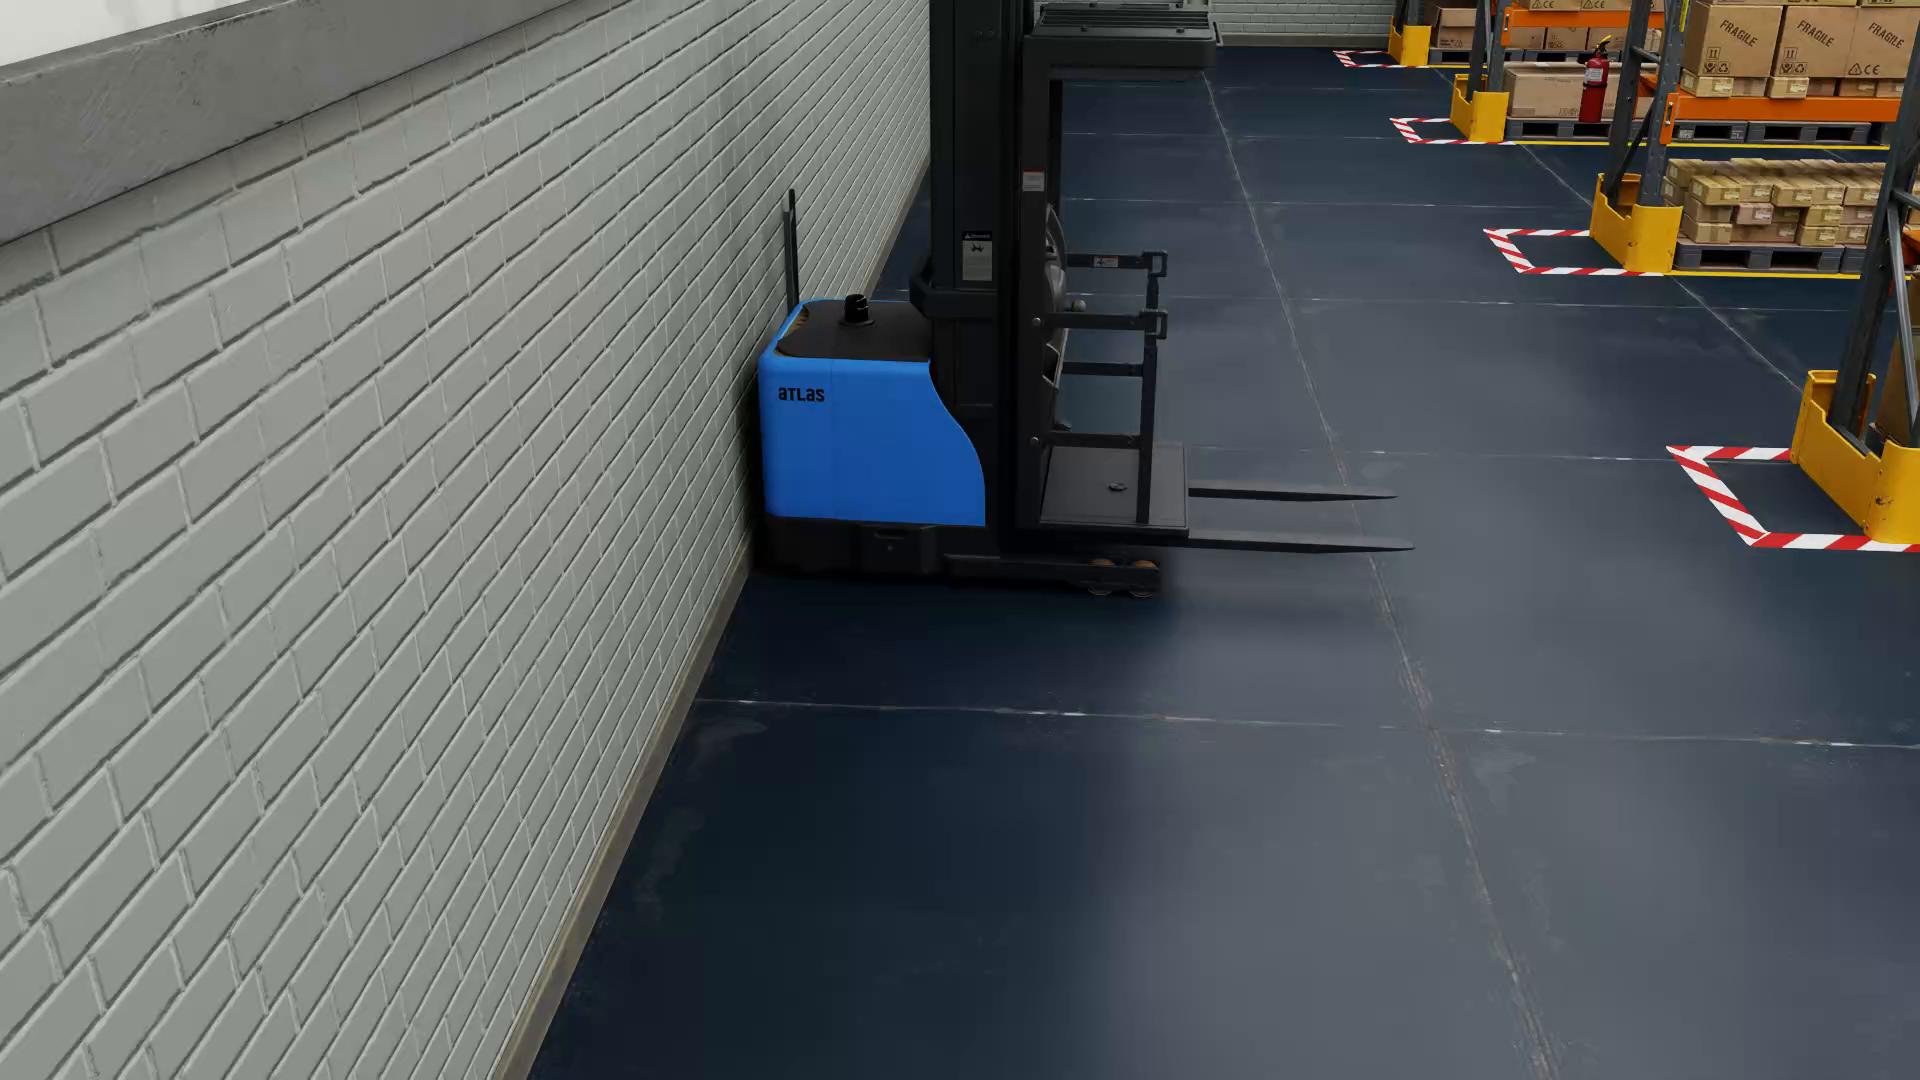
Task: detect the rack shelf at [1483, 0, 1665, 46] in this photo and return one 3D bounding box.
[{"bbox_3d":[7.507,-5.324,17.093,4.000,0.370,1.077,2,25,4],"label":"rack shelf"}]

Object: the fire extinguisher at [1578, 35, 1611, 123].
[{"bbox_3d":[5.019,-3.645,13.121,0.183,0.674,0.296,2,25,4],"label":"fire extinguisher"}]

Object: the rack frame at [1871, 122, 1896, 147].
[{"bbox_3d":[9.502,-5.587,16.804,0.127,3.000,1.000,2,25,4],"label":"rack frame"}]

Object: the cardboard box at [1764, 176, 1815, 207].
[{"bbox_3d":[6.257,-2.636,12.587,0.250,0.149,0.380,2,25,4],"label":"cardboard box"}]

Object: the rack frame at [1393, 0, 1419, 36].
[{"bbox_3d":[5.890,-7.784,21.578,0.127,3.000,1.000,2,25,4],"label":"rack frame"}]

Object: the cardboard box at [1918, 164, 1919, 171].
[{"bbox_3d":[7.582,-2.820,12.987,0.250,0.149,0.380,1,25,2],"label":"cardboard box"}]

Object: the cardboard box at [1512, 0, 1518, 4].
[{"bbox_3d":[6.014,-5.855,17.267,0.500,0.500,0.500,2,25,4],"label":"cardboard box"}]

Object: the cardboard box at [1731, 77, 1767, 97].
[{"bbox_3d":[5.790,-3.397,12.344,0.250,0.149,0.380,3,25,6],"label":"cardboard box"}]

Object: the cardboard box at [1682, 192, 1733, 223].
[{"bbox_3d":[5.738,-2.556,12.768,0.250,0.149,0.380,3,25,6],"label":"cardboard box"}]

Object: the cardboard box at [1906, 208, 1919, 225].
[{"bbox_3d":[7.319,-2.526,12.703,0.250,0.149,0.380,3,25,6],"label":"cardboard box"}]

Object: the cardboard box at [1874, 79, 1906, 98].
[{"bbox_3d":[6.835,-3.376,12.299,0.250,0.149,0.380,1,25,3],"label":"cardboard box"}]

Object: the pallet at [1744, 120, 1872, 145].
[{"bbox_3d":[8.749,-4.377,17.510,1.213,0.211,1.003,2,25,4],"label":"pallet"}]

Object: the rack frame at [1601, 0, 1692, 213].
[{"bbox_3d":[5.235,-3.649,12.591,0.127,3.000,1.000,2,25,4],"label":"rack frame"}]

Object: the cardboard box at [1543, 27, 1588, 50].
[{"bbox_3d":[7.861,-6.678,21.662,0.500,0.500,0.500,2,25,5],"label":"cardboard box"}]

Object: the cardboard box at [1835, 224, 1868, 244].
[{"bbox_3d":[6.756,-2.393,12.769,0.250,0.149,0.380,2,25,4],"label":"cardboard box"}]

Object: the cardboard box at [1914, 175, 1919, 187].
[{"bbox_3d":[7.303,-2.654,12.626,0.250,0.149,0.380,2,25,4],"label":"cardboard box"}]

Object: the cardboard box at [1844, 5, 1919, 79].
[{"bbox_3d":[6.685,-3.672,12.167,0.500,0.500,0.500,2,25,5],"label":"cardboard box"}]

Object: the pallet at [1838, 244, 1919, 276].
[{"bbox_3d":[7.331,-2.299,12.993,1.213,0.211,1.003,2,25,4],"label":"pallet"}]

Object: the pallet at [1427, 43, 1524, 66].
[{"bbox_3d":[6.760,-6.489,22.101,1.213,0.211,1.003,2,25,4],"label":"pallet"}]

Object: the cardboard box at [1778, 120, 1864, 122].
[{"bbox_3d":[8.884,-4.679,17.392,0.875,0.438,0.875,1,25,3],"label":"cardboard box"}]

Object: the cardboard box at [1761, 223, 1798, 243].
[{"bbox_3d":[6.248,-2.415,12.818,0.250,0.149,0.380,2,25,5],"label":"cardboard box"}]

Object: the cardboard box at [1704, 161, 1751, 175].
[{"bbox_3d":[6.028,-2.871,13.098,0.250,0.149,0.380,2,25,5],"label":"cardboard box"}]

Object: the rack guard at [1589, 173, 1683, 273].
[{"bbox_3d":[5.311,-2.511,13.108,0.348,0.500,1.175,2,25,4],"label":"rack guard"}]

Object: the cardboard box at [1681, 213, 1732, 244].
[{"bbox_3d":[5.733,-2.394,12.773,0.250,0.149,0.380,2,25,5],"label":"cardboard box"}]

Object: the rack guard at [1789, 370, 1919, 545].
[{"bbox_3d":[4.731,-0.450,8.630,0.348,0.500,1.175,2,25,4],"label":"rack guard"}]

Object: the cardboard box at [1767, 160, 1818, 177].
[{"bbox_3d":[6.550,-2.881,13.120,0.250,0.149,0.380,1,25,2],"label":"cardboard box"}]

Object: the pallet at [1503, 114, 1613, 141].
[{"bbox_3d":[6.317,-4.455,17.680,1.213,0.211,1.003,2,25,4],"label":"pallet"}]

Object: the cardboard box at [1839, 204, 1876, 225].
[{"bbox_3d":[6.777,-2.530,12.713,0.250,0.149,0.380,1,25,1],"label":"cardboard box"}]

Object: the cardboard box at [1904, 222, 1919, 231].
[{"bbox_3d":[7.276,-2.350,12.677,0.250,0.149,0.380,2,25,4],"label":"cardboard box"}]

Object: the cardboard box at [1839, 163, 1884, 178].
[{"bbox_3d":[7.076,-2.841,13.033,0.250,0.149,0.380,1,25,2],"label":"cardboard box"}]

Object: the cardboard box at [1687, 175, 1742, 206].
[{"bbox_3d":[5.731,-2.656,12.631,0.250,0.149,0.380,1,25,2],"label":"cardboard box"}]

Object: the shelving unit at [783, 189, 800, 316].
[{"bbox_3d":[-0.354,-1.043,8.723,1.048,1.500,0.538,-1,25,-2],"label":"shelving unit"}]

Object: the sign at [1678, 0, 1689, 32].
[{"bbox_3d":[5.194,-3.816,11.919,0.005,0.325,0.100,2,25,4],"label":"sign"}]

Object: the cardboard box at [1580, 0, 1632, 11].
[{"bbox_3d":[6.476,-5.621,16.757,0.500,0.500,0.500,1,25,3],"label":"cardboard box"}]

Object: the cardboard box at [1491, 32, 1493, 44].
[{"bbox_3d":[6.913,-6.591,21.893,0.250,0.149,0.380,1,25,2],"label":"cardboard box"}]

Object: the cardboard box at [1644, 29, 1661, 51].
[{"bbox_3d":[8.944,-6.512,21.581,0.258,0.266,0.396,3,25,6],"label":"cardboard box"}]

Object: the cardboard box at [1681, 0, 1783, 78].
[{"bbox_3d":[5.662,-3.700,12.227,0.500,0.500,0.500,3,25,6],"label":"cardboard box"}]

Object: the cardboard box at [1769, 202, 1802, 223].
[{"bbox_3d":[6.257,-2.553,12.761,0.250,0.149,0.380,2,25,5],"label":"cardboard box"}]

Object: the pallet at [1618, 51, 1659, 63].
[{"bbox_3d":[9.193,-6.411,21.931,1.213,0.211,1.003,2,25,4],"label":"pallet"}]

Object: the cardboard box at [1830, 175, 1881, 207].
[{"bbox_3d":[6.786,-2.650,12.617,0.250,0.149,0.380,3,25,6],"label":"cardboard box"}]

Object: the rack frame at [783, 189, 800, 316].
[{"bbox_3d":[-0.862,-1.035,8.705,0.032,1.500,0.500,-1,25,-2],"label":"rack frame"}]

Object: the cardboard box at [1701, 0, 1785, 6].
[{"bbox_3d":[5.662,-4.158,12.027,0.500,0.500,0.500,2,25,4],"label":"cardboard box"}]

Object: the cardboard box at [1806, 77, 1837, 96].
[{"bbox_3d":[6.323,-3.415,12.383,0.250,0.149,0.380,3,25,6],"label":"cardboard box"}]

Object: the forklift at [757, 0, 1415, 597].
[{"bbox_3d":[0.622,-1.302,7.573,3.031,2.935,1.130,3,25,6],"label":"forklift"}]

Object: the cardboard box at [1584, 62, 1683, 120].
[{"bbox_3d":[7.092,-4.737,17.518,0.875,0.438,0.875,2,25,5],"label":"cardboard box"}]

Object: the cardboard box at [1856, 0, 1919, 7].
[{"bbox_3d":[6.683,-4.119,11.942,0.500,0.500,0.500,1,25,3],"label":"cardboard box"}]
